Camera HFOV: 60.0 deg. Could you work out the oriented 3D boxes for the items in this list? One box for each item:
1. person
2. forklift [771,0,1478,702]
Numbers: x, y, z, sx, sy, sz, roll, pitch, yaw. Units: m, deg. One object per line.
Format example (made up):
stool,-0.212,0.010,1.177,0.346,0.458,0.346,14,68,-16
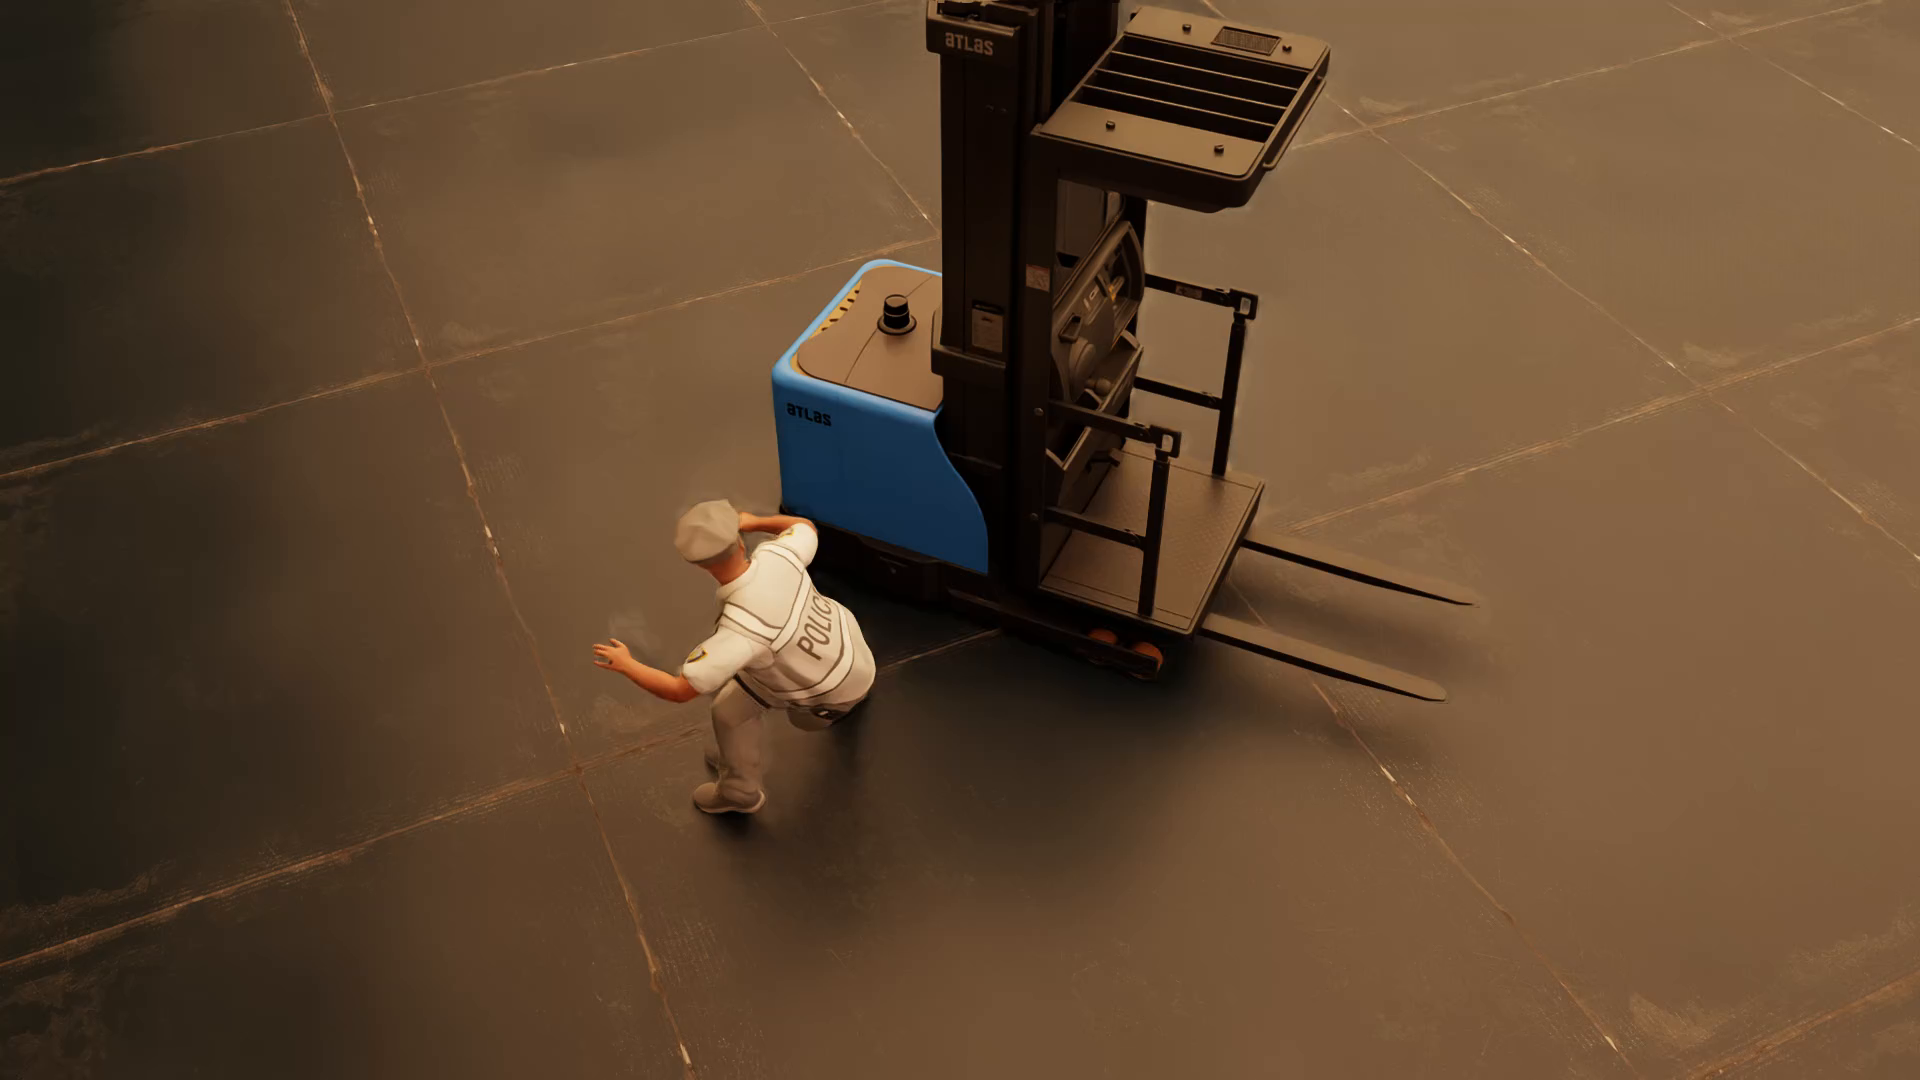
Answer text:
person,-0.842,0.401,6.299,1.047,1.539,0.977,-9,44,-9
forklift,0.741,-0.886,6.629,3.031,2.935,1.130,17,46,18
